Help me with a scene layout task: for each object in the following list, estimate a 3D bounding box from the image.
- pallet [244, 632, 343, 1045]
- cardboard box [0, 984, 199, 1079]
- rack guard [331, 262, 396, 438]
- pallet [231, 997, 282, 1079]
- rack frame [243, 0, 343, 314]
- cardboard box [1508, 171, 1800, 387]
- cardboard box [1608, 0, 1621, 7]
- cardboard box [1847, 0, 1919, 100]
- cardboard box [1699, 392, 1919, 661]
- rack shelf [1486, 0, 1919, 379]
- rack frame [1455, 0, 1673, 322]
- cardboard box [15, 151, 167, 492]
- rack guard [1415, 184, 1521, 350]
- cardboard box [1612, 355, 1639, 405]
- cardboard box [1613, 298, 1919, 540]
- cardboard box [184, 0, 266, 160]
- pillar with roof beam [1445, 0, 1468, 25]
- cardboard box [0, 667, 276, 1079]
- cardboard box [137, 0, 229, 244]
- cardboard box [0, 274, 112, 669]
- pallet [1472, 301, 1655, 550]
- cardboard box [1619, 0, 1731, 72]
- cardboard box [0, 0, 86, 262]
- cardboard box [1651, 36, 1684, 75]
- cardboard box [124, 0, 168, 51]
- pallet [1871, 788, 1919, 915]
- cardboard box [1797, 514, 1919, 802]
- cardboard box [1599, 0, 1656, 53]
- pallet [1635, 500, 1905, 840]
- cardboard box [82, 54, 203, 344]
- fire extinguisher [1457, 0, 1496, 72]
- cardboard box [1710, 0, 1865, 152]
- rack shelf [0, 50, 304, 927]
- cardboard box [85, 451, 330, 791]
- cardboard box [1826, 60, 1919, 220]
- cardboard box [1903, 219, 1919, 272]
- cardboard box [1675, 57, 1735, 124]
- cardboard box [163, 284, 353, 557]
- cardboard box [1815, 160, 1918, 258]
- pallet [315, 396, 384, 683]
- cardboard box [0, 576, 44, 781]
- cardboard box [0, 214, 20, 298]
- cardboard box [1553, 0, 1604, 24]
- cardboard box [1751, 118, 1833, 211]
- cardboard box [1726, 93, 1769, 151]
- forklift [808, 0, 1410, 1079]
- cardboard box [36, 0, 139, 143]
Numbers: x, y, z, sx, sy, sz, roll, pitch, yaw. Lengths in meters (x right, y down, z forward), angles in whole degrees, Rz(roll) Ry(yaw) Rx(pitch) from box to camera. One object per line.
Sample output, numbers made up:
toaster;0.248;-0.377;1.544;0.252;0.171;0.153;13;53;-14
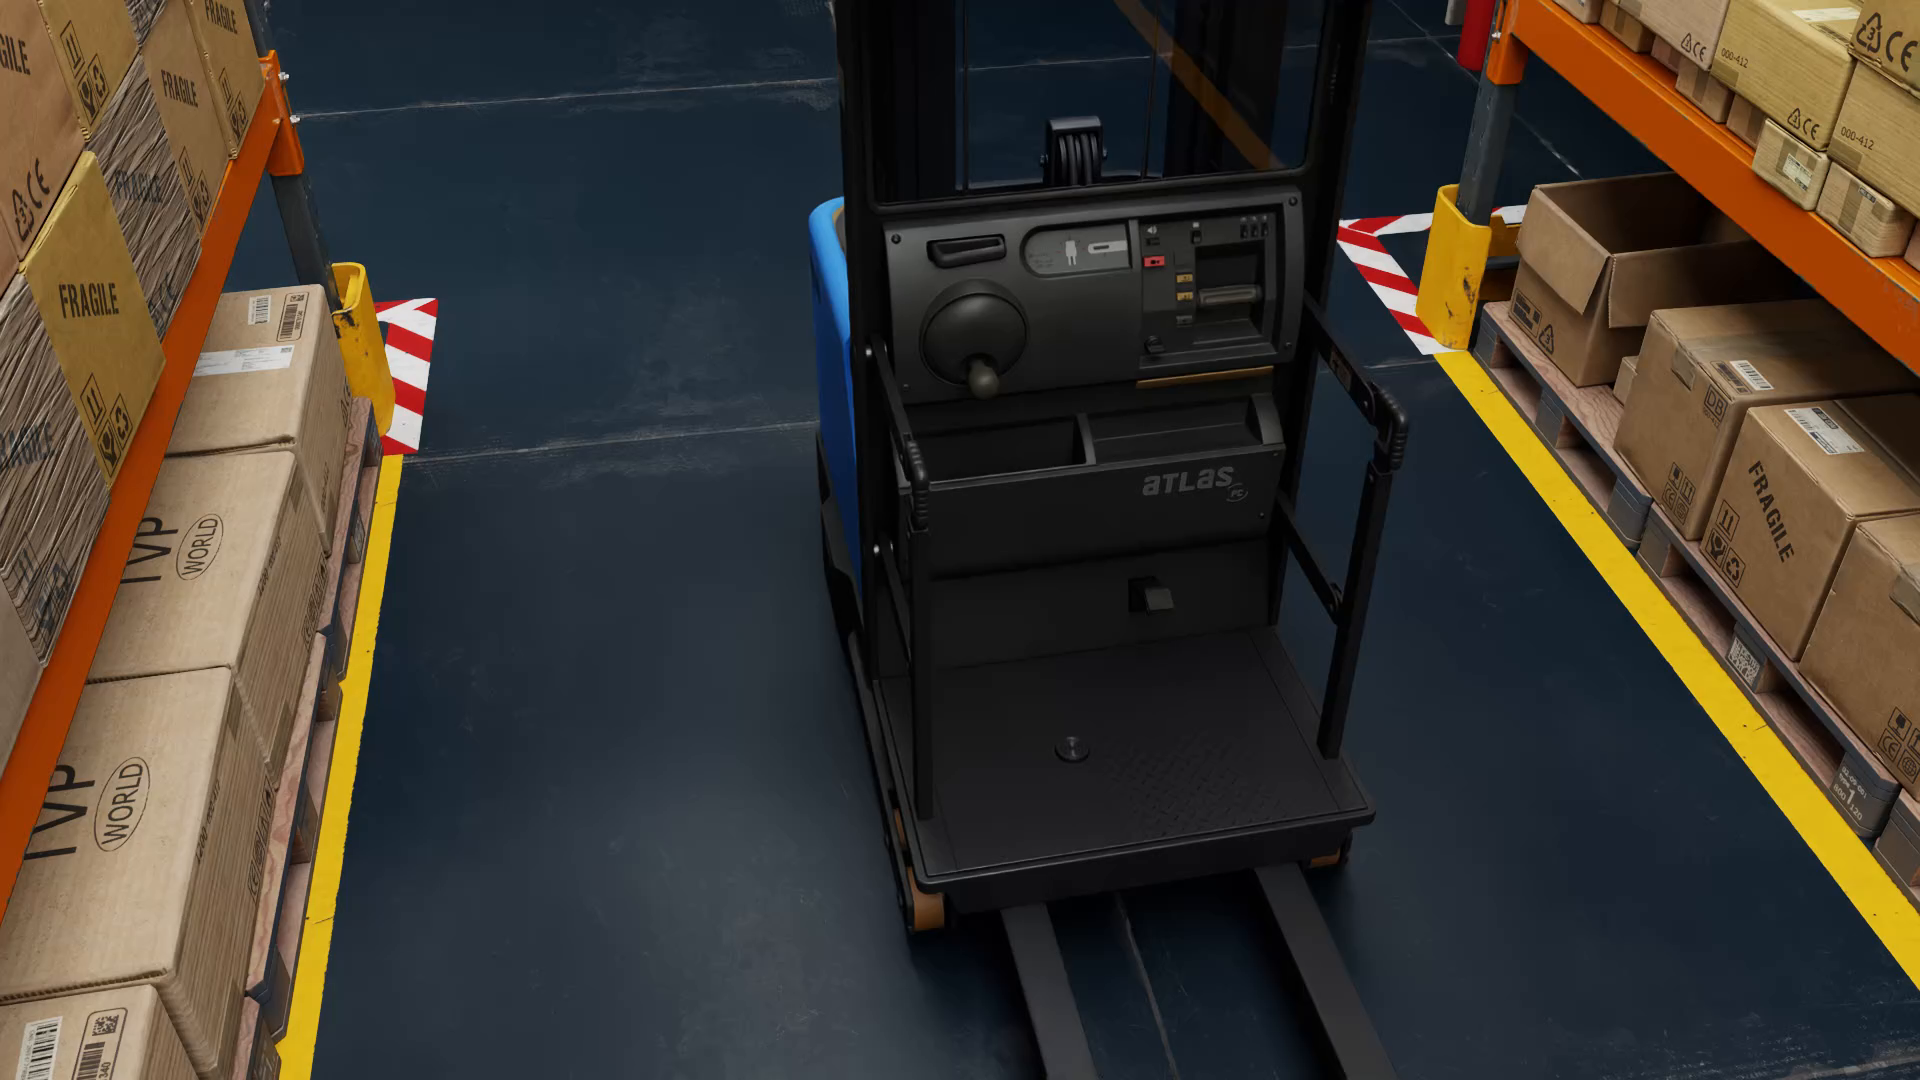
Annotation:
pallet;-2.132;0.754;4.108;1.003;0.211;1.213;-6;38;-8
cardboard box;-1.863;1.314;2.860;0.875;0.438;0.875;-7;38;-9
rack guard;-2.564;-0.585;5.595;1.175;0.500;0.348;-6;38;-8
pallet;-1.915;1.492;3.157;1.003;0.211;1.213;-6;38;-8
rack frame;-2.560;-1.557;4.810;1.000;3.000;0.127;-6;38;-8
cardboard box;2.341;-0.894;5.648;0.797;0.503;0.637;-8;38;-10
cardboard box;2.141;-1.849;5.065;0.500;0.250;0.500;-6;38;-8
cardboard box;2.404;-1.239;3.668;0.500;0.500;0.500;-5;38;-7
cardboard box;2.446;-0.042;4.554;0.500;0.500;0.500;-6;38;-7
rack shelf;2.677;-0.601;4.166;1.077;0.370;4.000;-6;38;-8
rack frame;2.327;-2.094;5.500;1.000;3.000;0.127;-6;38;-8
cardboard box;-1.938;-0.409;3.250;0.500;0.500;0.500;-5;38;-7
rack guard;2.340;-1.061;6.208;1.175;0.500;0.348;-6;38;-8
cardboard box;2.377;-0.493;5.421;0.380;0.149;0.250;-8;38;-10
cardboard box;2.452;-0.372;4.979;0.700;0.500;0.500;-5;38;-6
cardboard box;-2.214;-1.334;4.441;0.500;0.500;0.500;-6;38;-8
pillar with roof beam;-1.497;-5.725;5.284;9.100;9.000;0.400;-6;38;-8
cardboard box;-2.020;0.773;3.556;0.875;0.438;0.875;-7;38;-9
cardboard box;-2.141;-1.029;4.048;0.500;0.500;0.500;-7;38;-9
cardboard box;-1.848;-0.098;2.850;0.500;0.500;0.500;-6;38;-8
pallet;2.481;-0.465;5.677;1.003;0.211;1.213;-6;38;-8
cardboard box;2.229;-1.544;4.673;0.500;0.250;0.500;-6;38;-7
cardboard box;-1.950;-0.811;2.952;0.500;0.500;0.500;-6;38;-8
cardboard box;2.285;-1.463;4.893;0.380;0.149;0.250;-7;38;-9
cardboard box;-2.120;-1.414;3.728;0.500;0.500;0.500;-6;38;-8
pallet;2.908;1.009;3.780;1.003;0.211;1.213;-6;38;-8
cardboard box;2.634;0.255;4.172;0.700;0.500;0.500;-8;38;-10
cardboard box;2.204;-1.618;5.092;0.380;0.149;0.250;-5;38;-7
pallet;2.691;0.270;4.730;1.003;0.211;1.213;-6;38;-8
cardboard box;-2.041;-0.720;3.650;0.500;0.500;0.500;-5;38;-7
fire extinguisher;1.846;-1.955;5.688;0.296;0.674;0.183;-6;38;-8
cardboard box;2.322;-1.238;4.279;0.500;0.250;0.500;-7;38;-9
rack shelf;-2.209;-0.065;3.476;1.077;0.370;4.000;-6;38;-8
cardboard box;-2.177;0.228;4.257;0.875;0.438;0.875;-5;38;-7
cardboard box;2.432;-0.932;3.884;0.500;0.250;0.500;-7;38;-9
cardboard box;2.470;-0.678;3.882;0.380;0.149;0.250;-6;38;-8
cardboard box;2.269;-1.303;4.688;0.380;0.149;0.250;-5;38;-7
cardboard box;-2.345;-0.324;4.968;0.875;0.438;0.875;-7;38;-9
cardboard box;2.357;-0.826;4.073;0.380;0.149;0.250;-5;38;-7
pallet;-2.342;0.018;5.054;1.003;0.211;1.213;-6;38;-8
cardboard box;-1.767;0.203;2.462;0.500;0.500;0.500;-6;38;-8
cardboard box;-1.864;-0.506;2.560;0.500;0.500;0.500;-6;38;-7
cardboard box;2.114;-1.766;5.283;0.380;0.149;0.250;-7;38;-8
cardboard box;2.291;-0.983;4.275;0.380;0.149;0.250;-7;38;-9
cardboard box;2.321;-1.144;4.482;0.380;0.149;0.250;-6;38;-7
forklift;0.346;-0.463;3.457;1.130;2.935;3.031;-7;38;-9
cardboard box;-2.037;-1.115;3.343;0.500;0.500;0.500;-6;38;-8
